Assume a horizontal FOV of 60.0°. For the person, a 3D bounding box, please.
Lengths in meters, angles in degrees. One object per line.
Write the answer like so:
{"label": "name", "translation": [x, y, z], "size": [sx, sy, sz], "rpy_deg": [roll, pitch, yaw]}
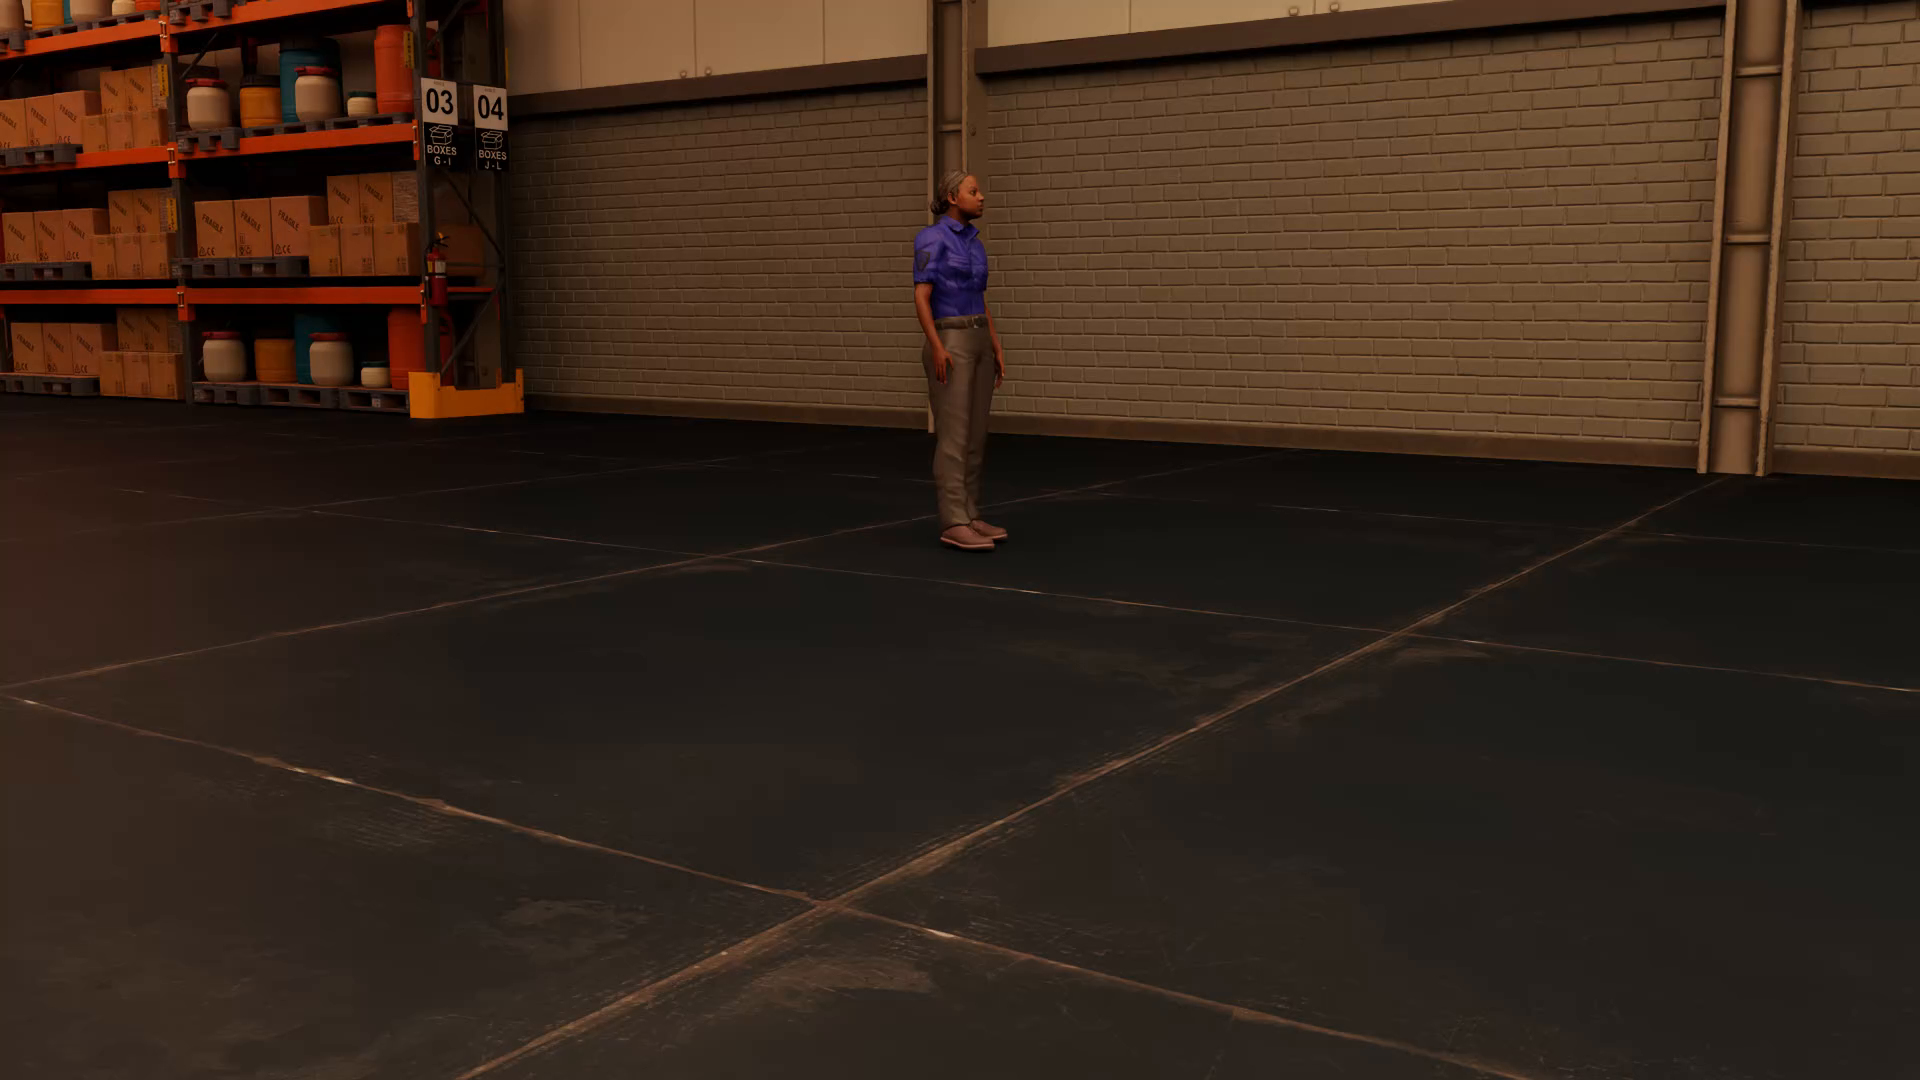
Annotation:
{"label": "person", "translation": [0.061, -0.811, 7.422], "size": [0.504, 1.643, 0.569], "rpy_deg": [5, 10, 34]}
